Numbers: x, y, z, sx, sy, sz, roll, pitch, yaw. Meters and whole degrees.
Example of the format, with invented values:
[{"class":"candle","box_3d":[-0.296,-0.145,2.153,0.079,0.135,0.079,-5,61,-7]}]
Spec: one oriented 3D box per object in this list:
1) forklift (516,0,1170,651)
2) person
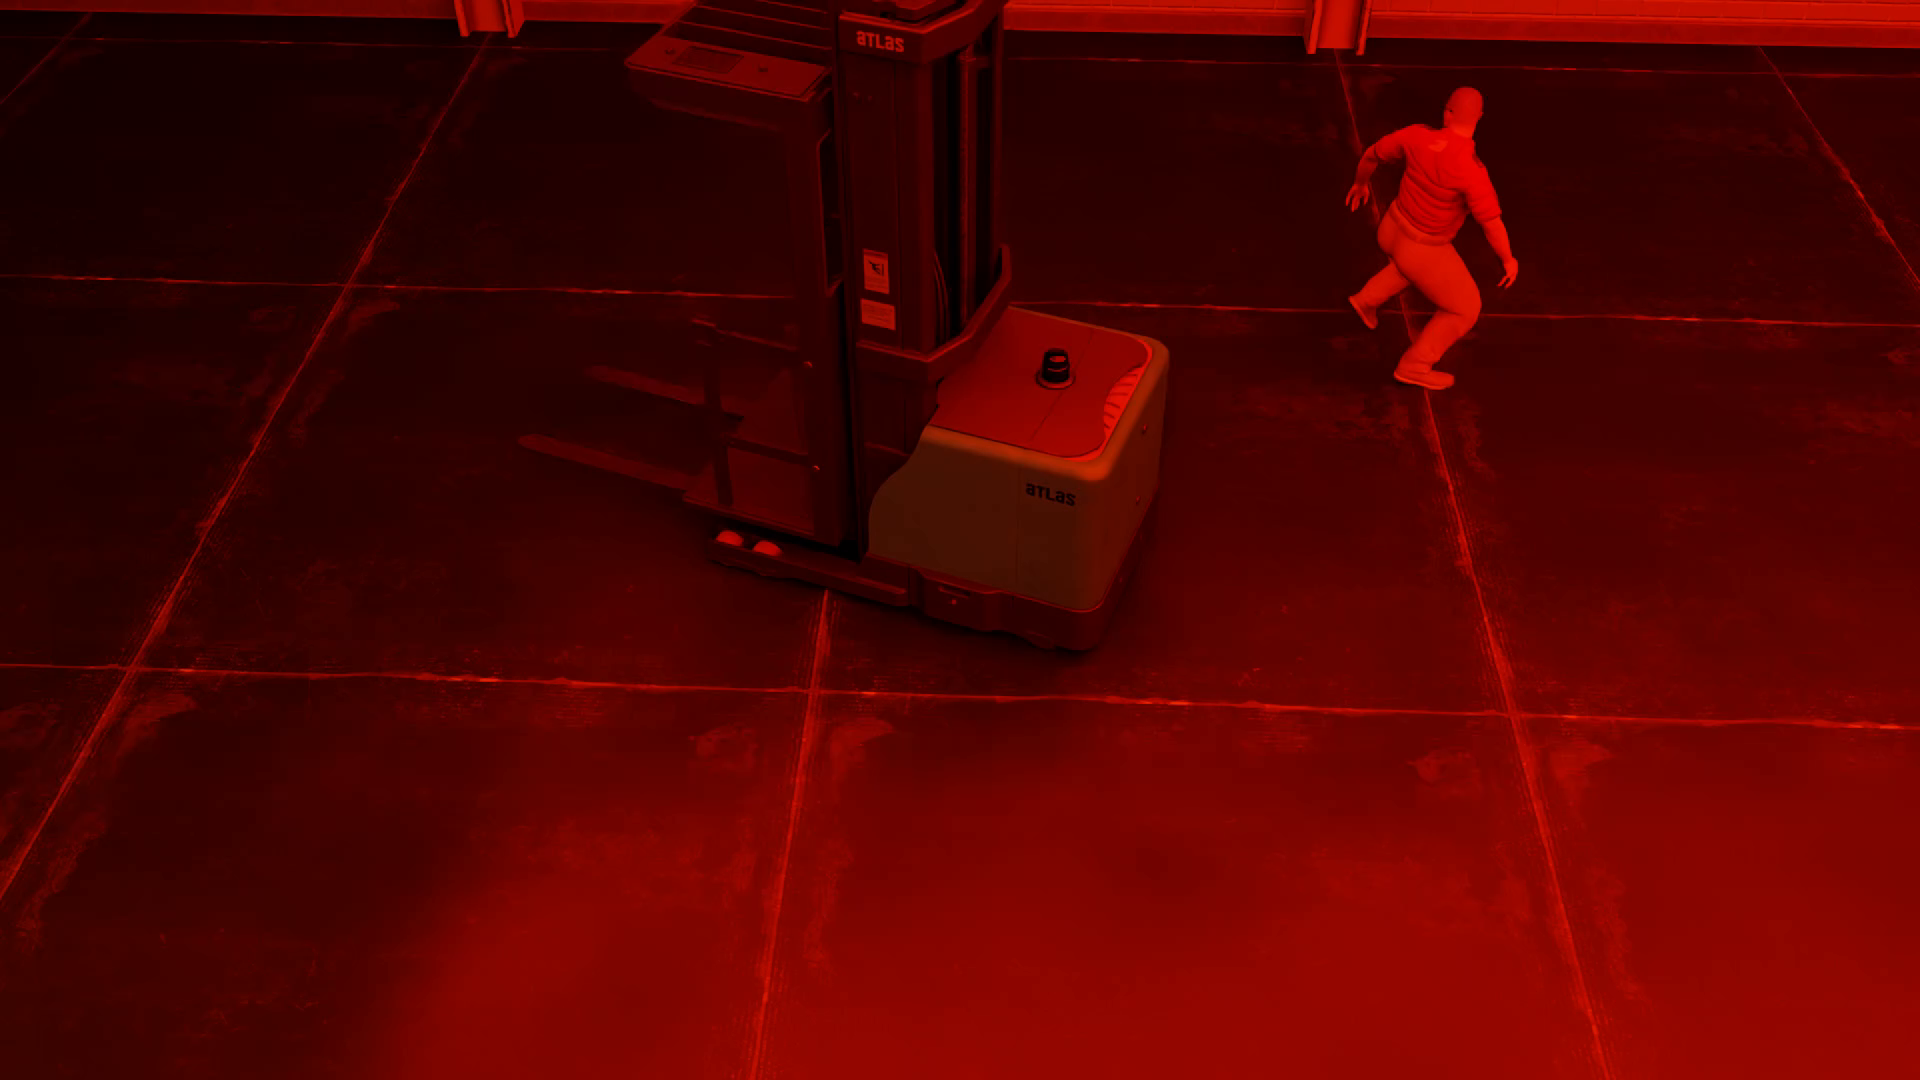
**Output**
[{"class":"forklift","box_3d":[-0.636,-1.227,7.086,3.031,2.935,1.130,15,44,16]},{"class":"person","box_3d":[2.384,-1.560,8.446,0.562,1.625,0.857,-14,44,-15]}]
